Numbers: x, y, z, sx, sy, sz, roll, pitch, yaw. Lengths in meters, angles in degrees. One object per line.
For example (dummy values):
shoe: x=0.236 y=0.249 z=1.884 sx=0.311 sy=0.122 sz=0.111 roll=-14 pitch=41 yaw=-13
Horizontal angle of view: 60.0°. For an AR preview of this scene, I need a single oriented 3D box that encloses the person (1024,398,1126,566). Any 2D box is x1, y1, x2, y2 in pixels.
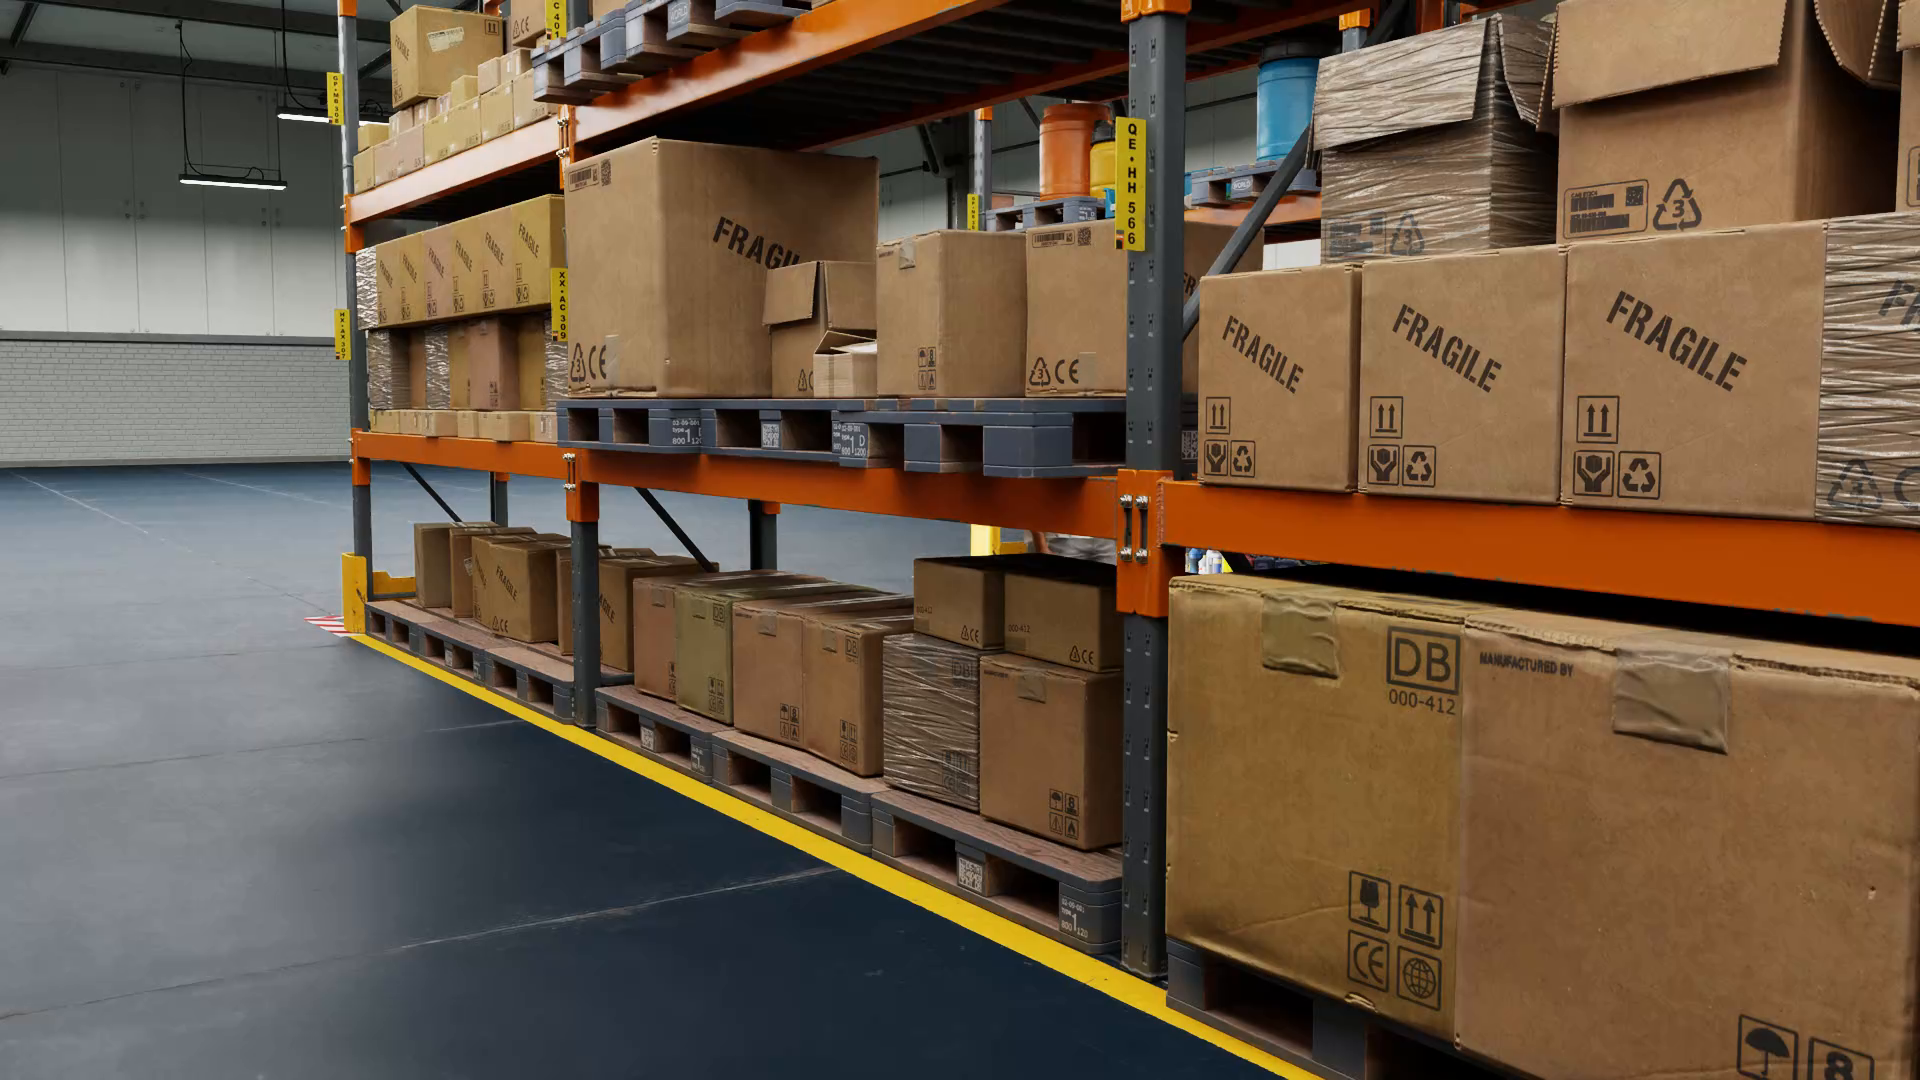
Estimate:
person: x=0.531 y=0.046 z=7.489 sx=0.560 sy=1.665 sz=0.469 roll=-4 pitch=6 yaw=-37
